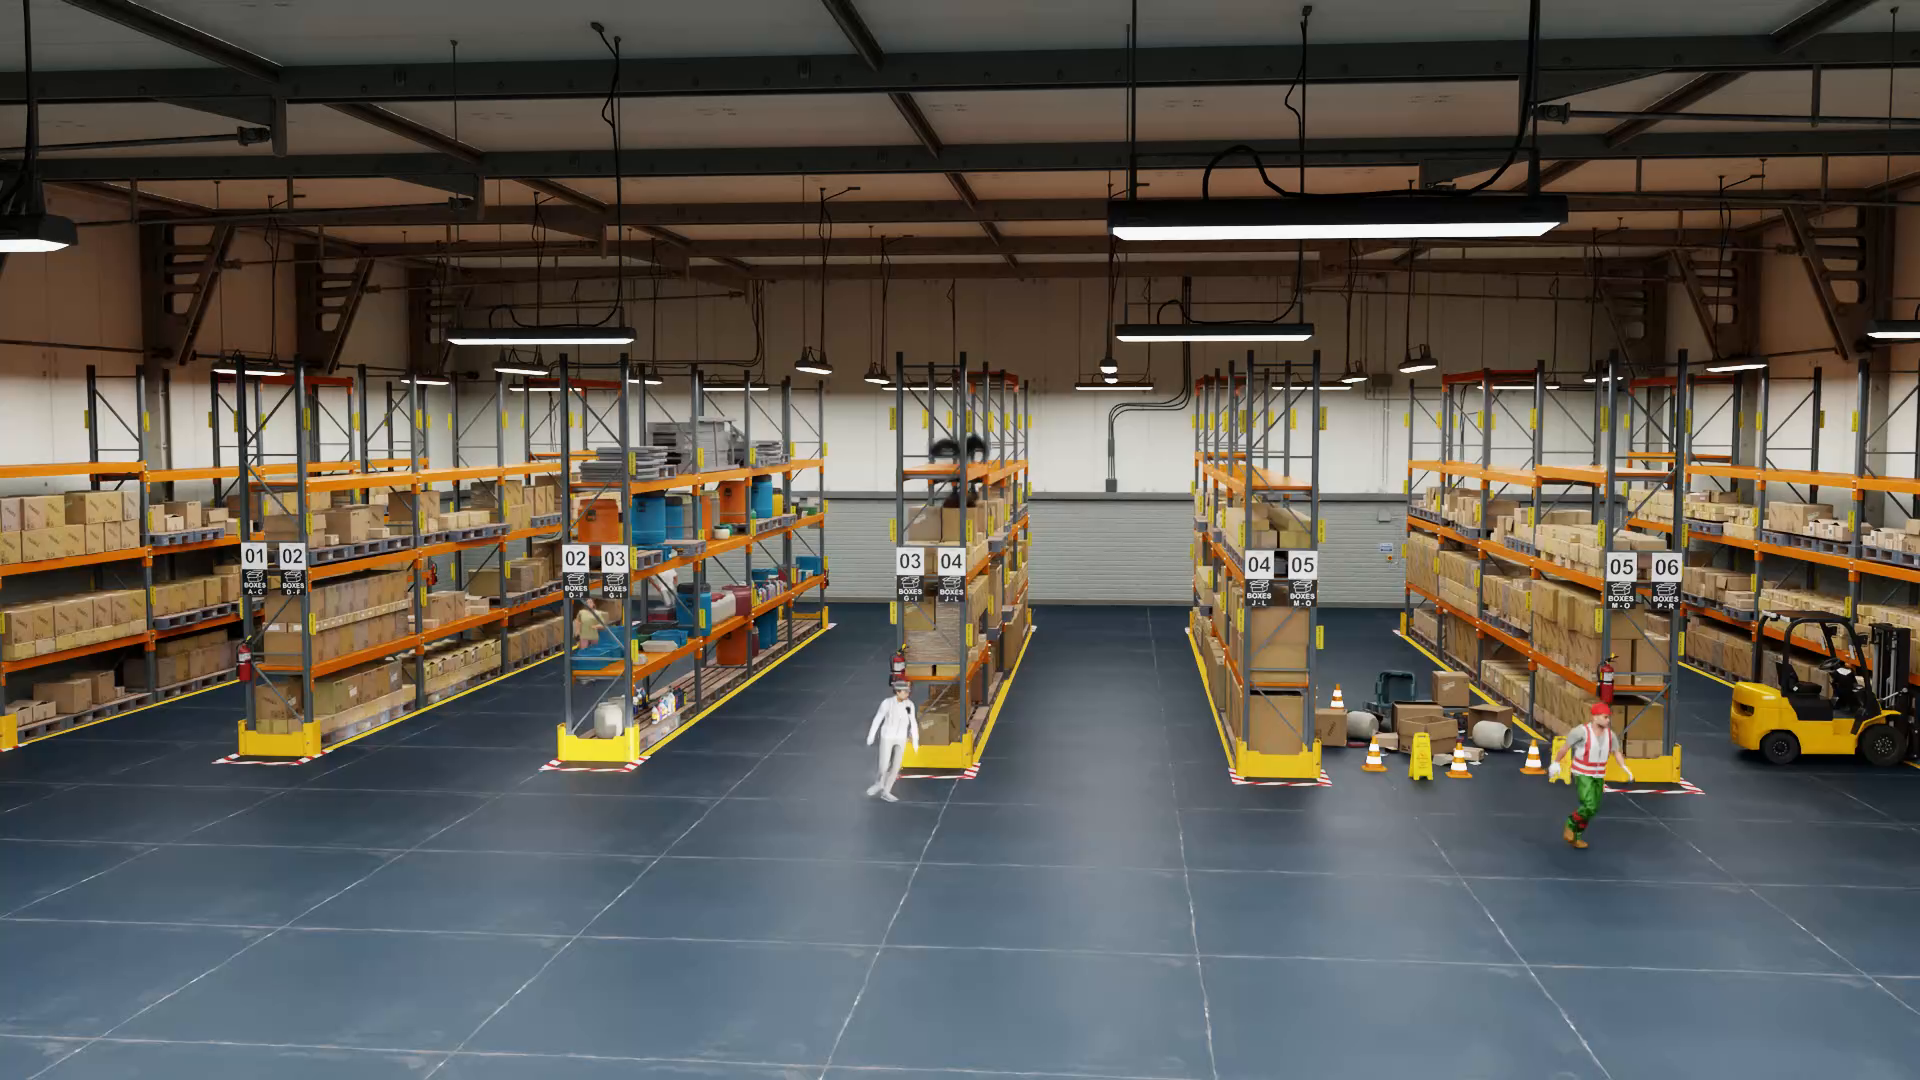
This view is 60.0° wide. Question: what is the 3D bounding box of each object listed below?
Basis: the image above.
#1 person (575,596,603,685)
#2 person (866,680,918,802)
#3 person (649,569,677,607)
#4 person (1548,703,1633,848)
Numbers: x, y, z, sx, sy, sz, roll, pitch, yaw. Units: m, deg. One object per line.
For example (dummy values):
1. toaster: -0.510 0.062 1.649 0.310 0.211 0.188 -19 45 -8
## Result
1. person: -7.079 1.914 31.723 0.565 1.688 0.688 0 4 -4
2. person: -0.885 2.643 21.897 0.633 1.632 0.543 -2 4 -22
3. person: -7.298 1.231 41.106 0.692 1.722 0.800 -2 5 -31
4. person: 7.372 2.752 19.359 0.652 1.742 0.812 -1 4 -20
